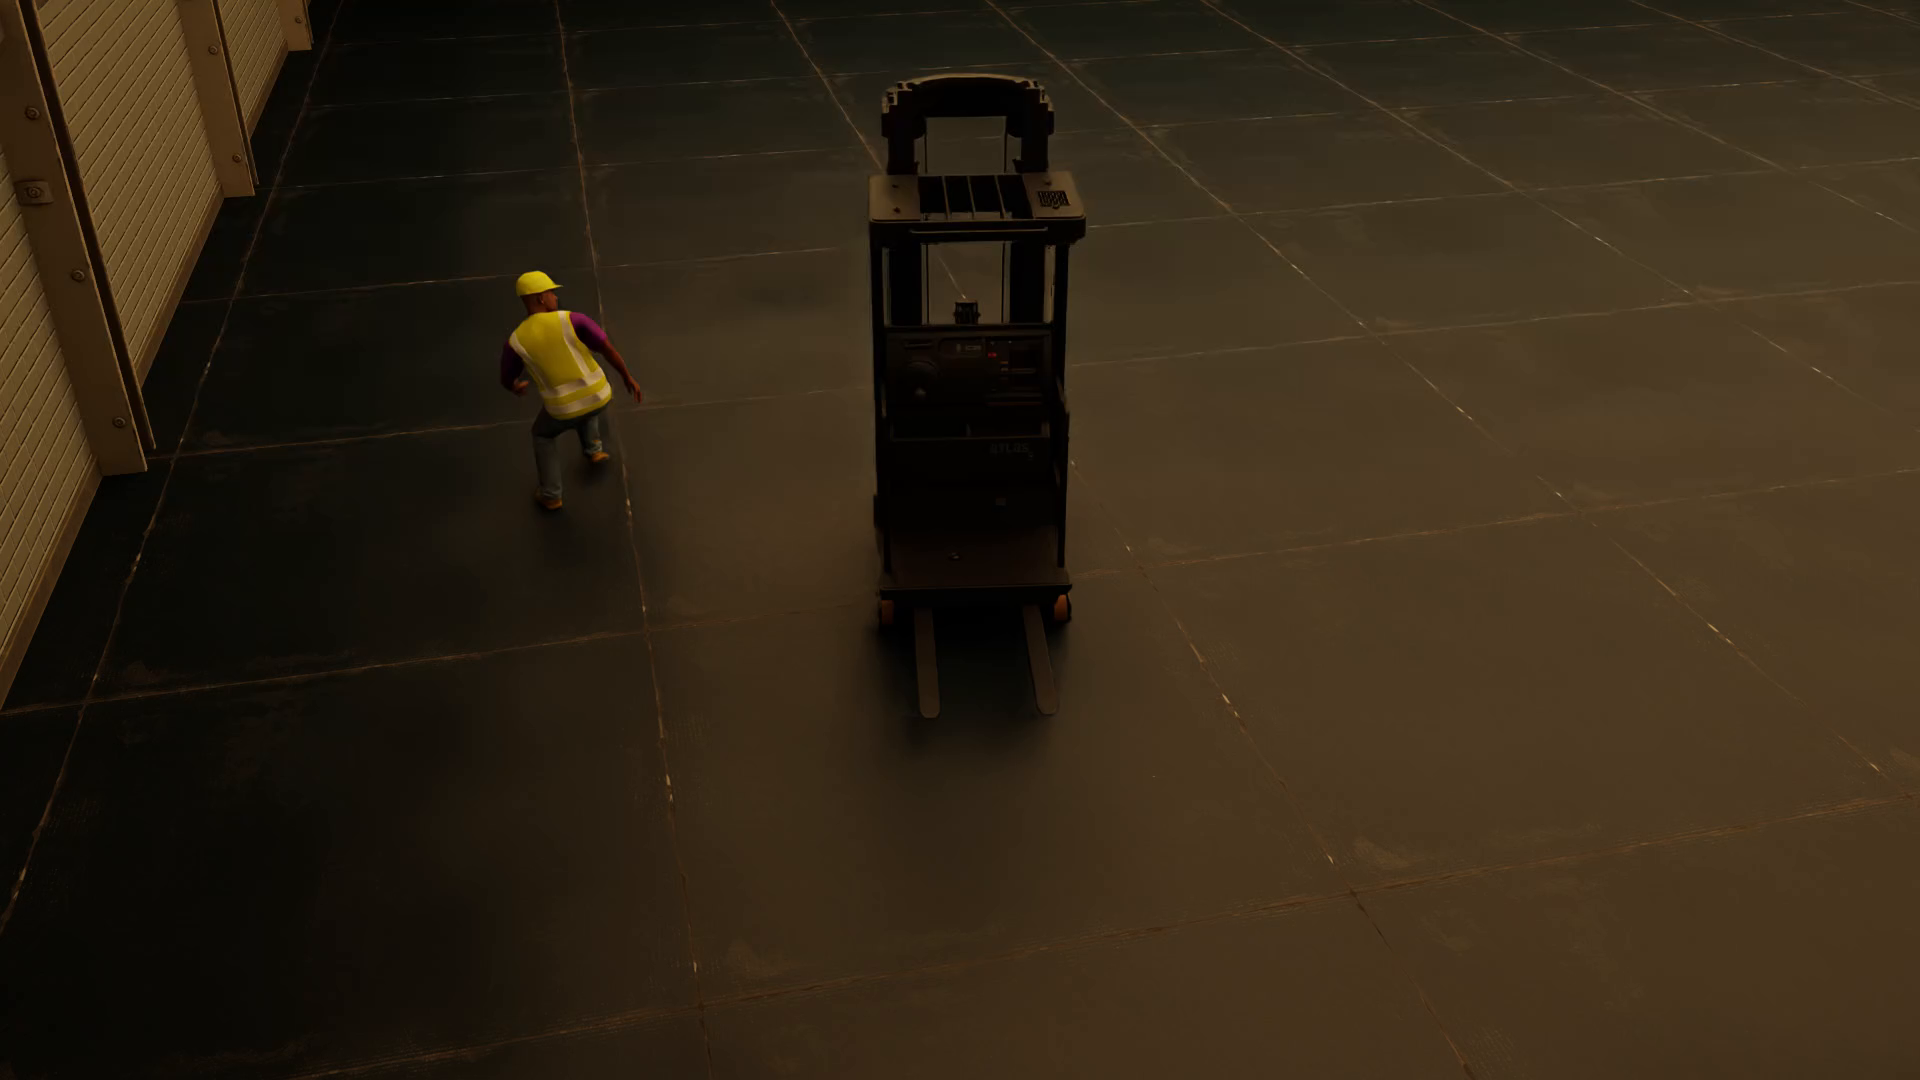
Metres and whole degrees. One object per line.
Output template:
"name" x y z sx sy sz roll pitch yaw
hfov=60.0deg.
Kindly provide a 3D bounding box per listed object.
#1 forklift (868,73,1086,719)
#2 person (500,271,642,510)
"forklift" 0.066 -0.931 9.184 1.130 2.935 3.031 -2 30 -3
"person" -2.534 -1.006 10.745 0.819 1.535 0.742 -12 32 -20
